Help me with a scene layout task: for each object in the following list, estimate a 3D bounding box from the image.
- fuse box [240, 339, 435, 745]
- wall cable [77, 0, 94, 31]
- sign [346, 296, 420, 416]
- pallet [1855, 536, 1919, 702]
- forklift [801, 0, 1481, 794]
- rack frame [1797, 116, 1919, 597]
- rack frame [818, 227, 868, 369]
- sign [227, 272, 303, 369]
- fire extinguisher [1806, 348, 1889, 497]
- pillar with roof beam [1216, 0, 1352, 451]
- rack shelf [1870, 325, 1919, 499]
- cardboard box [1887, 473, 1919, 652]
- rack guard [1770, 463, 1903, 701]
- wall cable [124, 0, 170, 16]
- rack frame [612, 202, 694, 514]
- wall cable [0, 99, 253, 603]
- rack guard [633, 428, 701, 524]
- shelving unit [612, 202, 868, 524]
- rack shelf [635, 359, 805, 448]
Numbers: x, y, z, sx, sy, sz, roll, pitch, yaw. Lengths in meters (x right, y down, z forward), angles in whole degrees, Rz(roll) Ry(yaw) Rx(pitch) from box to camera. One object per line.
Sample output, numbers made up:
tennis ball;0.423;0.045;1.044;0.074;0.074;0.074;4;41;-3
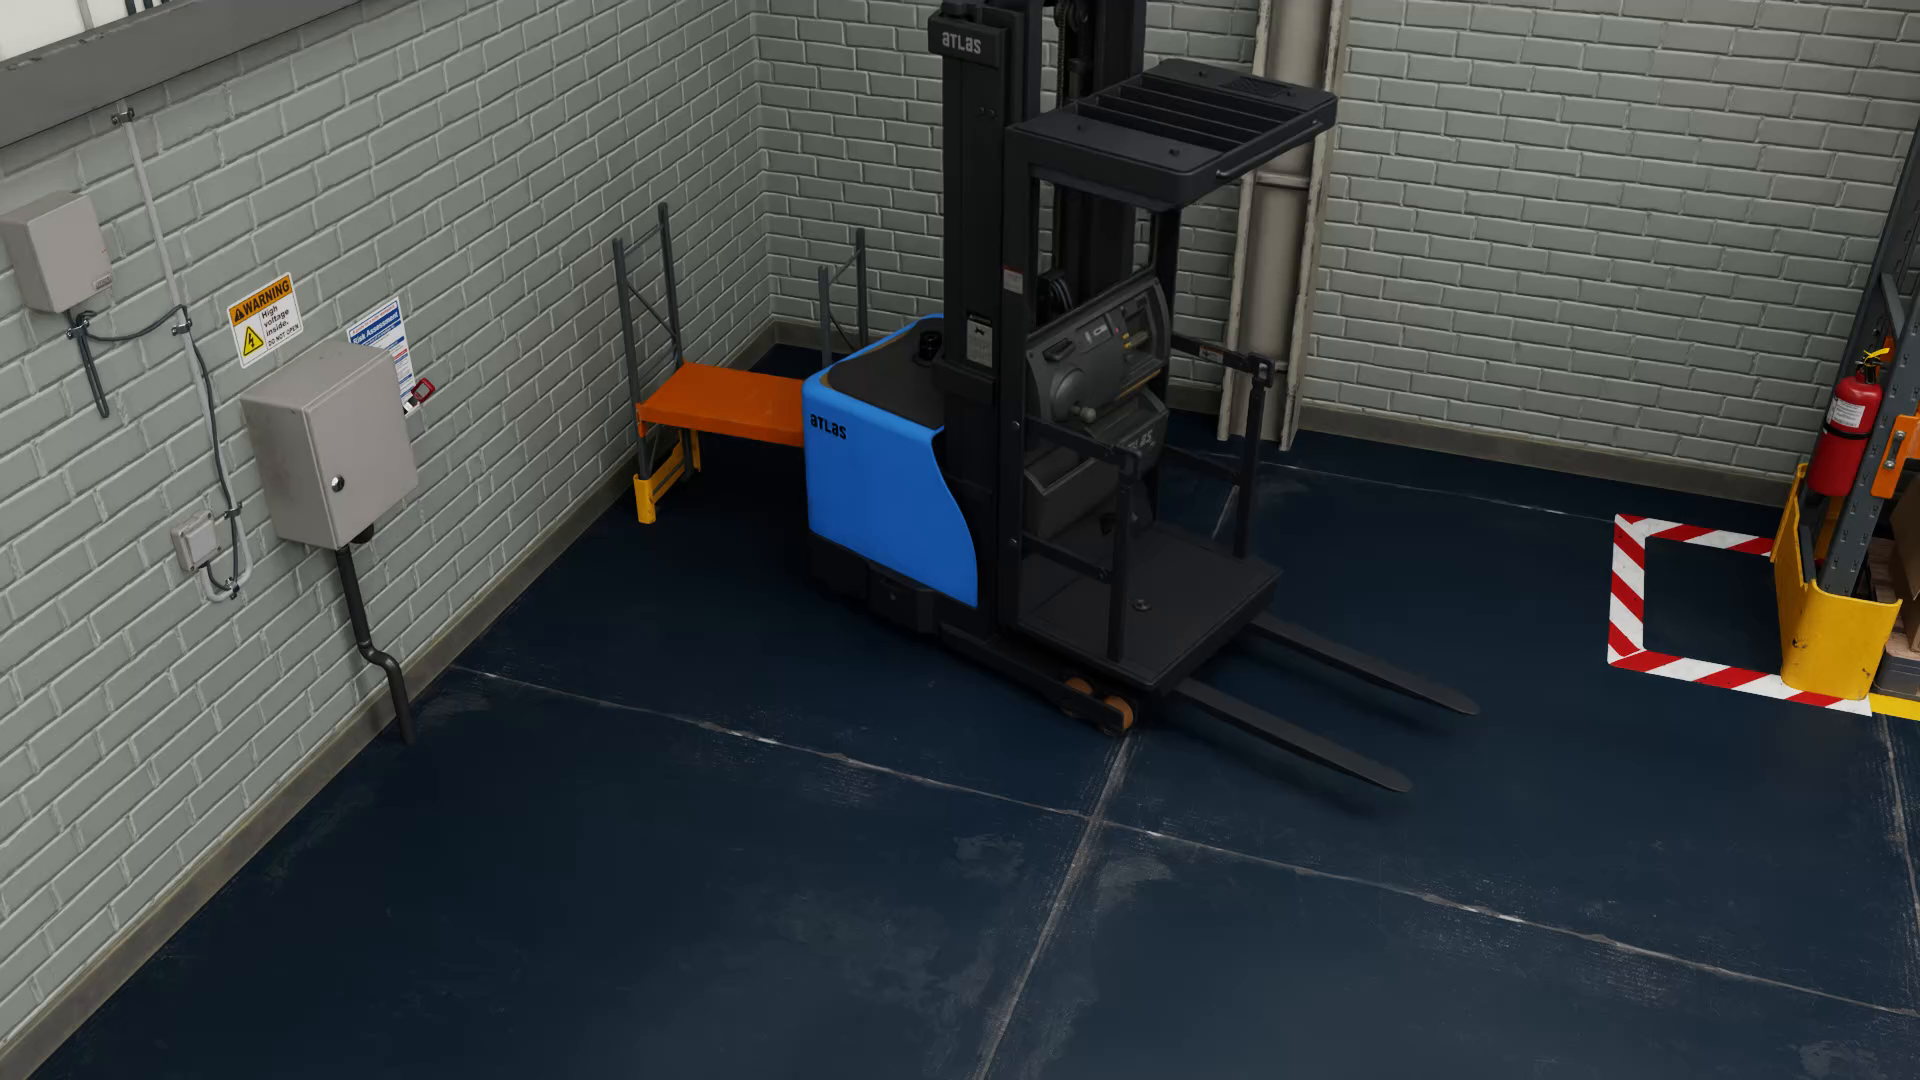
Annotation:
fuse box;-2.266;0.111;6.501;0.414;1.711;0.539;11;34;16
wall cable;-2.989;-2.166;3.308;0.029;3.000;2.355;11;34;16
sign;-2.294;-0.681;6.627;0.001;0.494;0.329;11;34;16
pallet;4.698;0.431;7.388;1.213;0.211;1.003;11;34;16
forklift;0.739;-0.736;6.688;3.031;2.935;1.130;24;40;32
rack frame;3.875;-0.900;6.879;0.127;3.000;1.000;11;34;16
rack frame;-0.536;-0.693;7.941;0.032;1.500;0.500;10;34;15
sign;-2.479;-0.787;5.943;0.001;0.242;0.339;11;34;16
fire extinguisher;3.581;-0.502;6.677;0.183;0.674;0.296;11;34;16
pillar with roof beam;0.189;-2.176;3.324;0.400;9.000;9.100;11;34;16
rack shelf;5.758;-0.232;6.507;4.000;0.370;1.077;11;34;16
cardboard box;4.419;0.133;7.194;0.637;0.503;0.797;10;34;15
rack guard;3.947;0.164;7.535;0.348;0.500;1.175;11;34;16
wall cable;-2.014;-3.597;5.491;0.133;3.039;2.988;11;34;16
rack frame;-1.501;-0.867;8.209;0.032;1.500;0.500;10;34;15
wall cable;-2.644;-0.538;5.381;0.122;1.984;0.588;11;34;16
rack guard;-1.500;-0.342;8.548;0.087;0.250;0.587;10;34;15
shelving unit;-1.027;-0.782;8.078;1.083;1.500;0.587;10;34;15
rack shelf;-1.018;-0.629;8.173;1.000;0.185;0.538;10;34;15
